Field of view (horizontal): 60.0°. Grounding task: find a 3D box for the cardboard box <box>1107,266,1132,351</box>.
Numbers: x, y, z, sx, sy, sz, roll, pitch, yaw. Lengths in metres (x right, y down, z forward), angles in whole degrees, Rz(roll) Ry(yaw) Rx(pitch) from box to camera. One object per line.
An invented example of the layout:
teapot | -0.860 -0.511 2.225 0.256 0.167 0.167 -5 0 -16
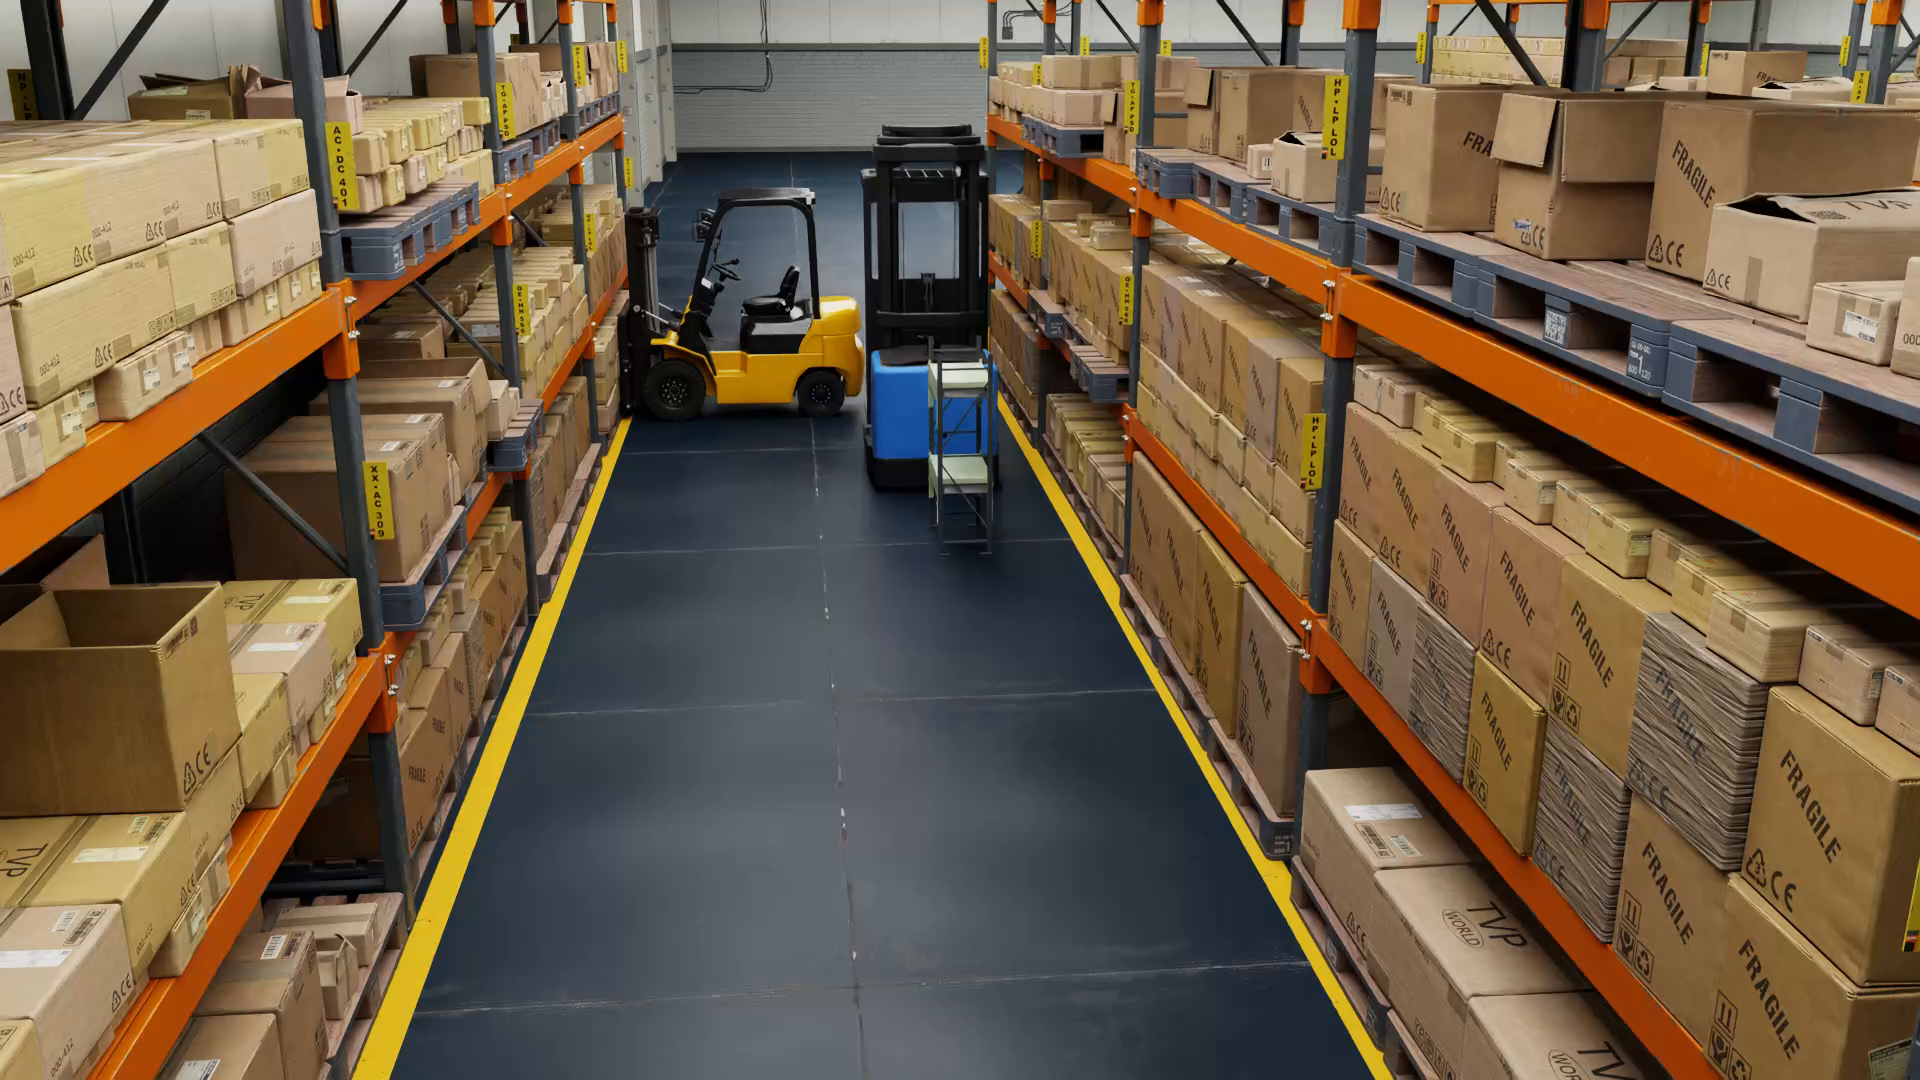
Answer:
cardboard box | 1.306 -1.589 11.367 0.500 0.500 0.500 -2 18 -7

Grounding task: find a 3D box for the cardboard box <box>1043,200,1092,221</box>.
cardboard box | 0.913 -2.813 14.181 0.380 0.149 0.250 -2 18 -6

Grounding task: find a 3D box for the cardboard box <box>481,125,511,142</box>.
cardboard box | -3.041 -2.599 10.462 0.380 0.166 0.250 -2 18 -6

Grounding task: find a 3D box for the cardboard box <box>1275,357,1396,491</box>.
cardboard box | 1.746 -0.531 7.524 0.500 0.500 0.500 -1 17 -4

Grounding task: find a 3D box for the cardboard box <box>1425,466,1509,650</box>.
cardboard box | 1.938 0.048 5.682 0.500 0.500 0.500 -1 17 -5

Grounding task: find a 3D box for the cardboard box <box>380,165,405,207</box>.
cardboard box | -2.522 -1.465 6.880 0.380 0.149 0.250 -2 17 -5

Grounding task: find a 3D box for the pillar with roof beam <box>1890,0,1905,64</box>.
pillar with roof beam | 19.617 -13.919 41.989 9.100 9.000 0.400 -2 18 -6

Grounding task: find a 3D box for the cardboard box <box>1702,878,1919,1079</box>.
cardboard box | 2.141 1.128 3.910 0.500 0.500 0.500 -2 18 -5

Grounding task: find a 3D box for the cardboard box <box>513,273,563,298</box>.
cardboard box | -3.198 -1.916 12.521 0.380 0.149 0.250 -2 18 -7

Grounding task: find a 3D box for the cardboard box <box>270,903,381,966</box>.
cardboard box | -2.545 1.590 6.662 0.380 0.149 0.250 -2 18 -7

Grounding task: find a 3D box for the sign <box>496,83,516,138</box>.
sign | -2.768 -2.612 10.118 0.100 0.325 0.005 -2 18 -6

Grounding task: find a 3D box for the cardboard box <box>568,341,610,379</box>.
cardboard box | -3.458 -1.629 15.079 0.500 0.250 0.500 -2 18 -6

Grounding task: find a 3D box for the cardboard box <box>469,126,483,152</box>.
cardboard box | -3.032 -2.370 9.794 0.380 0.149 0.250 -1 17 -5

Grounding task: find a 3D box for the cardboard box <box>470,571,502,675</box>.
cardboard box | -2.952 0.499 9.552 0.500 0.500 0.500 -1 17 -3

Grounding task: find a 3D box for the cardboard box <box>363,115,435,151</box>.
cardboard box | -2.691 -1.912 7.806 0.380 0.149 0.250 -2 18 -5

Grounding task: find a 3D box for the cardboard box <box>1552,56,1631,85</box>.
cardboard box | 5.824 -4.336 15.357 0.500 0.250 0.500 -2 18 -6

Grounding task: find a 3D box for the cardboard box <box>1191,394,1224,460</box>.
cardboard box | 1.566 -0.626 9.080 0.500 0.250 0.500 -1 17 -5

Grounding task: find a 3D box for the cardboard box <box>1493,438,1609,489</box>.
cardboard box | 1.998 -0.234 5.495 0.380 0.149 0.250 -2 18 -6

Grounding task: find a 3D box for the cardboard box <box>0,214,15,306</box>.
cardboard box | -2.312 -0.567 3.385 0.500 0.250 0.500 -2 18 -6

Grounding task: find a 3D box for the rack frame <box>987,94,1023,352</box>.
rack frame | 0.804 -3.456 18.677 1.000 3.000 0.127 -2 18 -6

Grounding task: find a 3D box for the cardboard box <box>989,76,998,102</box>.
cardboard box | 0.591 -4.799 17.703 0.500 0.250 0.500 -2 18 -7

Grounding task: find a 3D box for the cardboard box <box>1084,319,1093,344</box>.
cardboard box | 1.131 -1.552 12.330 0.380 0.149 0.250 -1 17 -5

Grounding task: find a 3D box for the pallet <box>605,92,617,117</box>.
pallet | -4.086 -4.479 17.076 1.003 0.211 1.213 -2 18 -6

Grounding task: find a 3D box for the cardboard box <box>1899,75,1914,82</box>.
cardboard box | 10.496 -4.988 18.133 0.380 0.149 0.250 -1 17 -3

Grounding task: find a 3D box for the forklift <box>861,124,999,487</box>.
forklift | -0.316 -2.231 14.891 1.130 2.935 3.031 -1 17 -5

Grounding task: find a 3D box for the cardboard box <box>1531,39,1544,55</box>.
cardboard box | 5.698 -4.711 15.887 0.380 0.149 0.250 -1 17 -5

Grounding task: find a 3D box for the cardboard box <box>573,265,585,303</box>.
cardboard box | -3.415 -2.138 13.896 0.500 0.250 0.500 -2 18 -7

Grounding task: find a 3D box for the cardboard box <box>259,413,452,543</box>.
cardboard box | -2.776 -0.280 7.692 0.700 0.500 0.500 -2 17 -5

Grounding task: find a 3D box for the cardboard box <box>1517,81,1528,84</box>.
cardboard box | 5.669 -4.408 16.253 0.380 0.149 0.250 -2 17 -5

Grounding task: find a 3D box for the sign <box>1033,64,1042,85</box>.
sign | 0.678 -3.923 14.294 0.100 0.325 0.005 -2 18 -6

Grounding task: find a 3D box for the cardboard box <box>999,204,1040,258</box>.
cardboard box | 0.688 -3.190 17.166 0.500 0.500 0.500 -2 18 -7

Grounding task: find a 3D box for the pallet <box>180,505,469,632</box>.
pallet | -2.869 0.124 7.595 1.003 0.211 1.213 -2 18 -6

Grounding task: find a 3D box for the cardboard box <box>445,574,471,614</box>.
cardboard box | -2.896 0.300 9.103 0.380 0.149 0.250 -3 18 -8

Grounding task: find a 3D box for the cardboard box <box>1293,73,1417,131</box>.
cardboard box | 2.100 -2.236 8.914 0.500 0.500 0.500 -2 18 -5

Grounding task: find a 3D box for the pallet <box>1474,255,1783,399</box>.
pallet | 2.238 -0.663 4.921 1.003 0.211 1.213 -2 18 -6

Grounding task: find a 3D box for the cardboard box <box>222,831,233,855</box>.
cardboard box | -2.469 0.941 5.091 0.380 0.149 0.250 -2 18 -6

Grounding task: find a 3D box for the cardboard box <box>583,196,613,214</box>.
cardboard box | -3.655 -3.323 16.508 0.380 0.149 0.250 -1 17 -5

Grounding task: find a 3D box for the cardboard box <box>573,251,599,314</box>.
cardboard box | -3.506 -2.298 14.821 0.500 0.500 0.500 -2 18 -7

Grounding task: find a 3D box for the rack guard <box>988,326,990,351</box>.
rack guard | 0.812 -2.241 18.980 1.175 0.500 0.348 -2 18 -6

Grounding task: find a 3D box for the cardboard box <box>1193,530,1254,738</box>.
cardboard box | 1.797 0.481 8.982 0.875 0.875 0.875 -1 17 -4

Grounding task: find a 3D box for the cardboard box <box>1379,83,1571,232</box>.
cardboard box | 1.894 -1.426 6.168 0.500 0.500 0.500 -1 17 -5

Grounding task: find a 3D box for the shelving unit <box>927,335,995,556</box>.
shelving unit | -0.001 -0.718 12.459 0.431 1.500 0.755 -2 18 -6

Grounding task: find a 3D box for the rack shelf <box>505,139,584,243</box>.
rack shelf | -3.514 -2.602 12.150 1.077 0.370 4.000 -2 18 -6

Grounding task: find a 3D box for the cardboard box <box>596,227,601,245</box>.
cardboard box | -3.526 -2.800 15.337 0.380 0.149 0.250 -1 17 -4

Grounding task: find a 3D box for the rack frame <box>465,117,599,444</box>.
rack frame | -3.720 -2.110 14.389 1.000 3.000 0.127 -2 18 -6

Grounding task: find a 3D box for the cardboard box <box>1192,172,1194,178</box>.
cardboard box | 1.388 -2.471 10.952 0.380 0.149 0.250 -2 18 -6

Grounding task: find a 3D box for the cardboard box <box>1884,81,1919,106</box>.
cardboard box | 6.687 -3.115 11.863 0.500 0.311 0.500 -2 18 -6

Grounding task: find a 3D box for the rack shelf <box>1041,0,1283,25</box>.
rack shelf | 1.423 -3.997 12.252 1.077 0.370 4.000 -2 18 -6

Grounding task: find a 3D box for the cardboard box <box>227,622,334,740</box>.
cardboard box | -2.533 0.496 5.842 0.500 0.250 0.500 -2 18 -5

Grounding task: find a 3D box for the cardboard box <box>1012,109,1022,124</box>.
cardboard box | 0.720 -4.196 16.447 0.380 0.149 0.250 -2 18 -7

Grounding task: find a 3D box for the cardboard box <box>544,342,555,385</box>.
cardboard box | -3.217 -1.289 12.027 0.500 0.250 0.500 -2 18 -7

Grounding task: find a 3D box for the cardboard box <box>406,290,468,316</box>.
cardboard box | -3.691 -1.671 11.741 0.380 0.149 0.250 -2 18 -6

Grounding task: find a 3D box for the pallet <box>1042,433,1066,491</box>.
pallet | 1.298 -0.702 14.560 1.003 0.211 1.213 -2 18 -6

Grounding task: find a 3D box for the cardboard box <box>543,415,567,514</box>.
cardboard box | -3.503 -0.567 12.738 0.875 0.625 0.625 -3 18 -8

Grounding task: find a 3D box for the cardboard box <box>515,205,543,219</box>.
cardboard box | -4.154 -3.077 15.724 0.380 0.149 0.250 -2 18 -6

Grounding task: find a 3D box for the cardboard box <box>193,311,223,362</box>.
cardboard box | -2.504 -0.632 5.095 0.380 0.149 0.250 -1 17 -4
